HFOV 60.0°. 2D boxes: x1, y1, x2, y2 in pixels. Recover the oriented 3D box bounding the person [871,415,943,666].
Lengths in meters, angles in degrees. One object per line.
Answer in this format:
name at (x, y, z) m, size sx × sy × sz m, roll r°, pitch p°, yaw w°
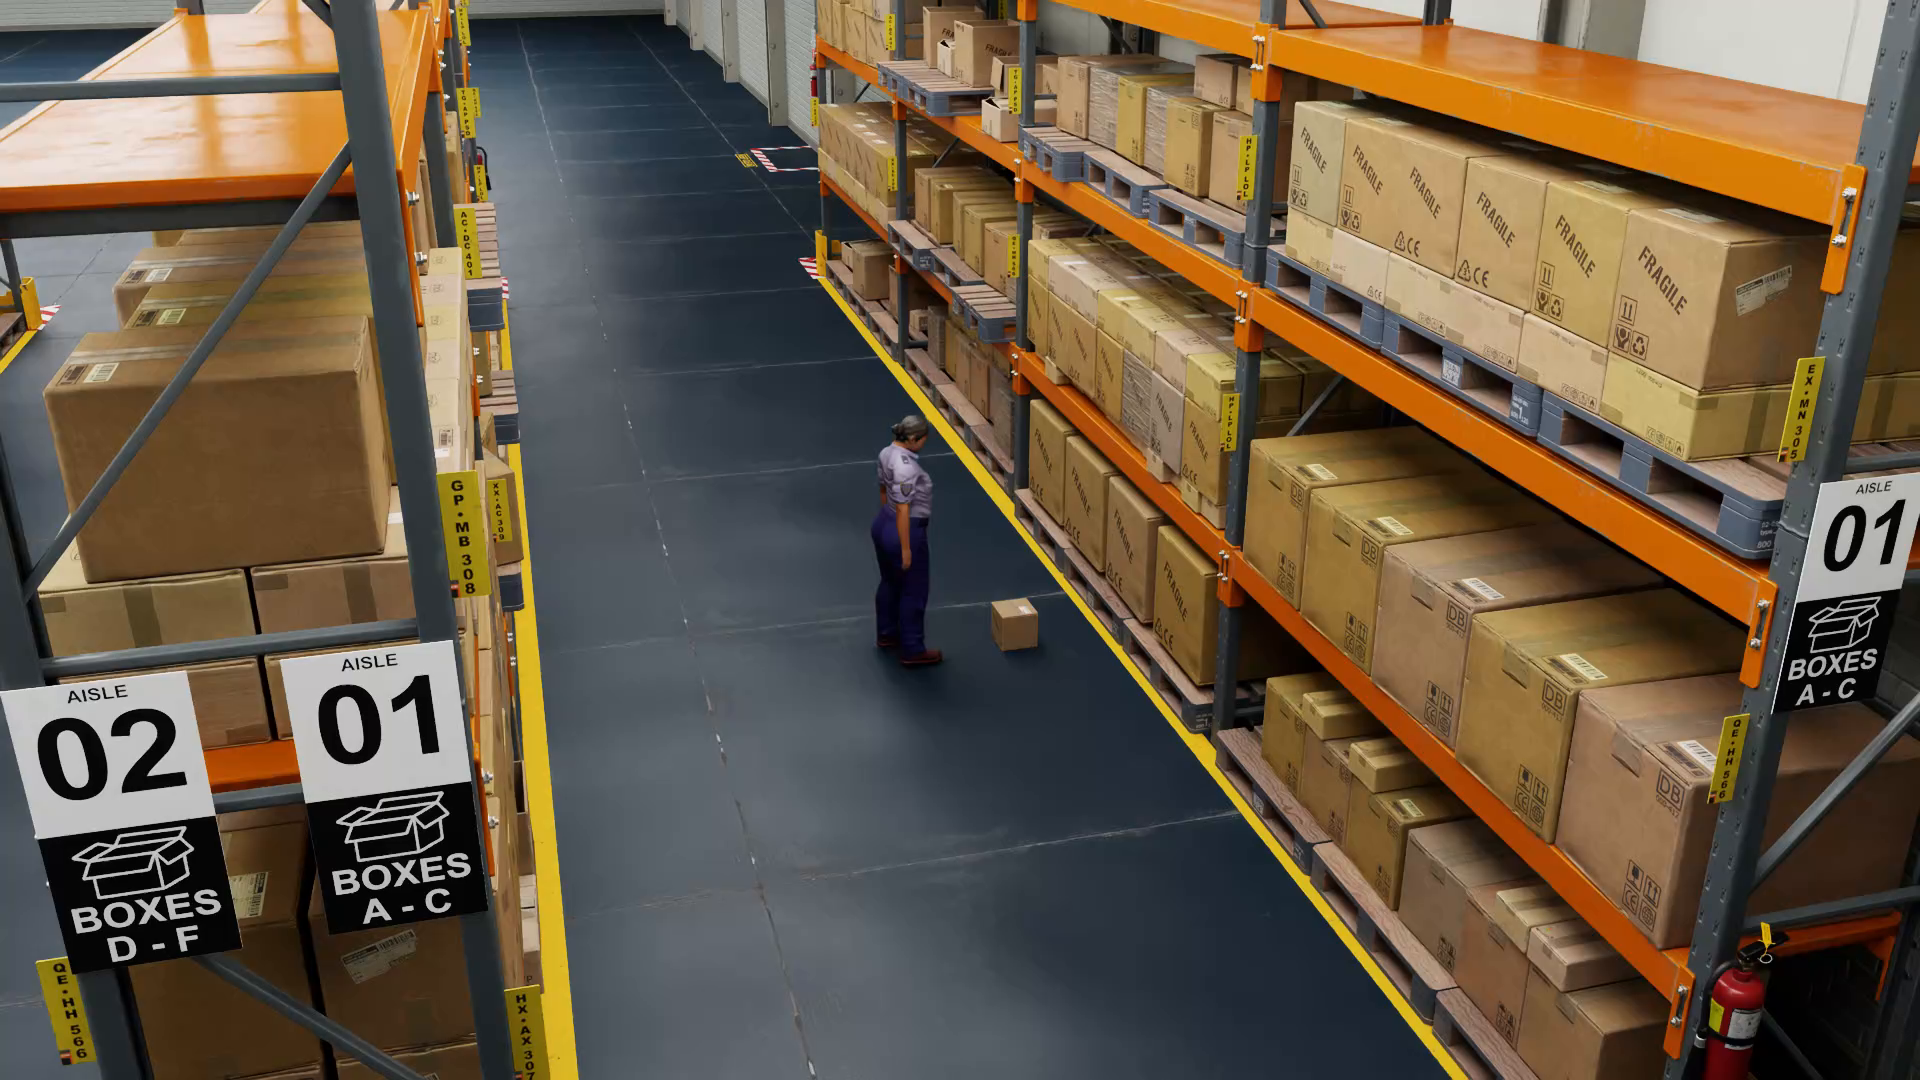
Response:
person at (-0.355, -0.015, 10.670) m, size 0.392 × 1.633 × 0.511 m, roll -9°, pitch 25°, yaw -20°
